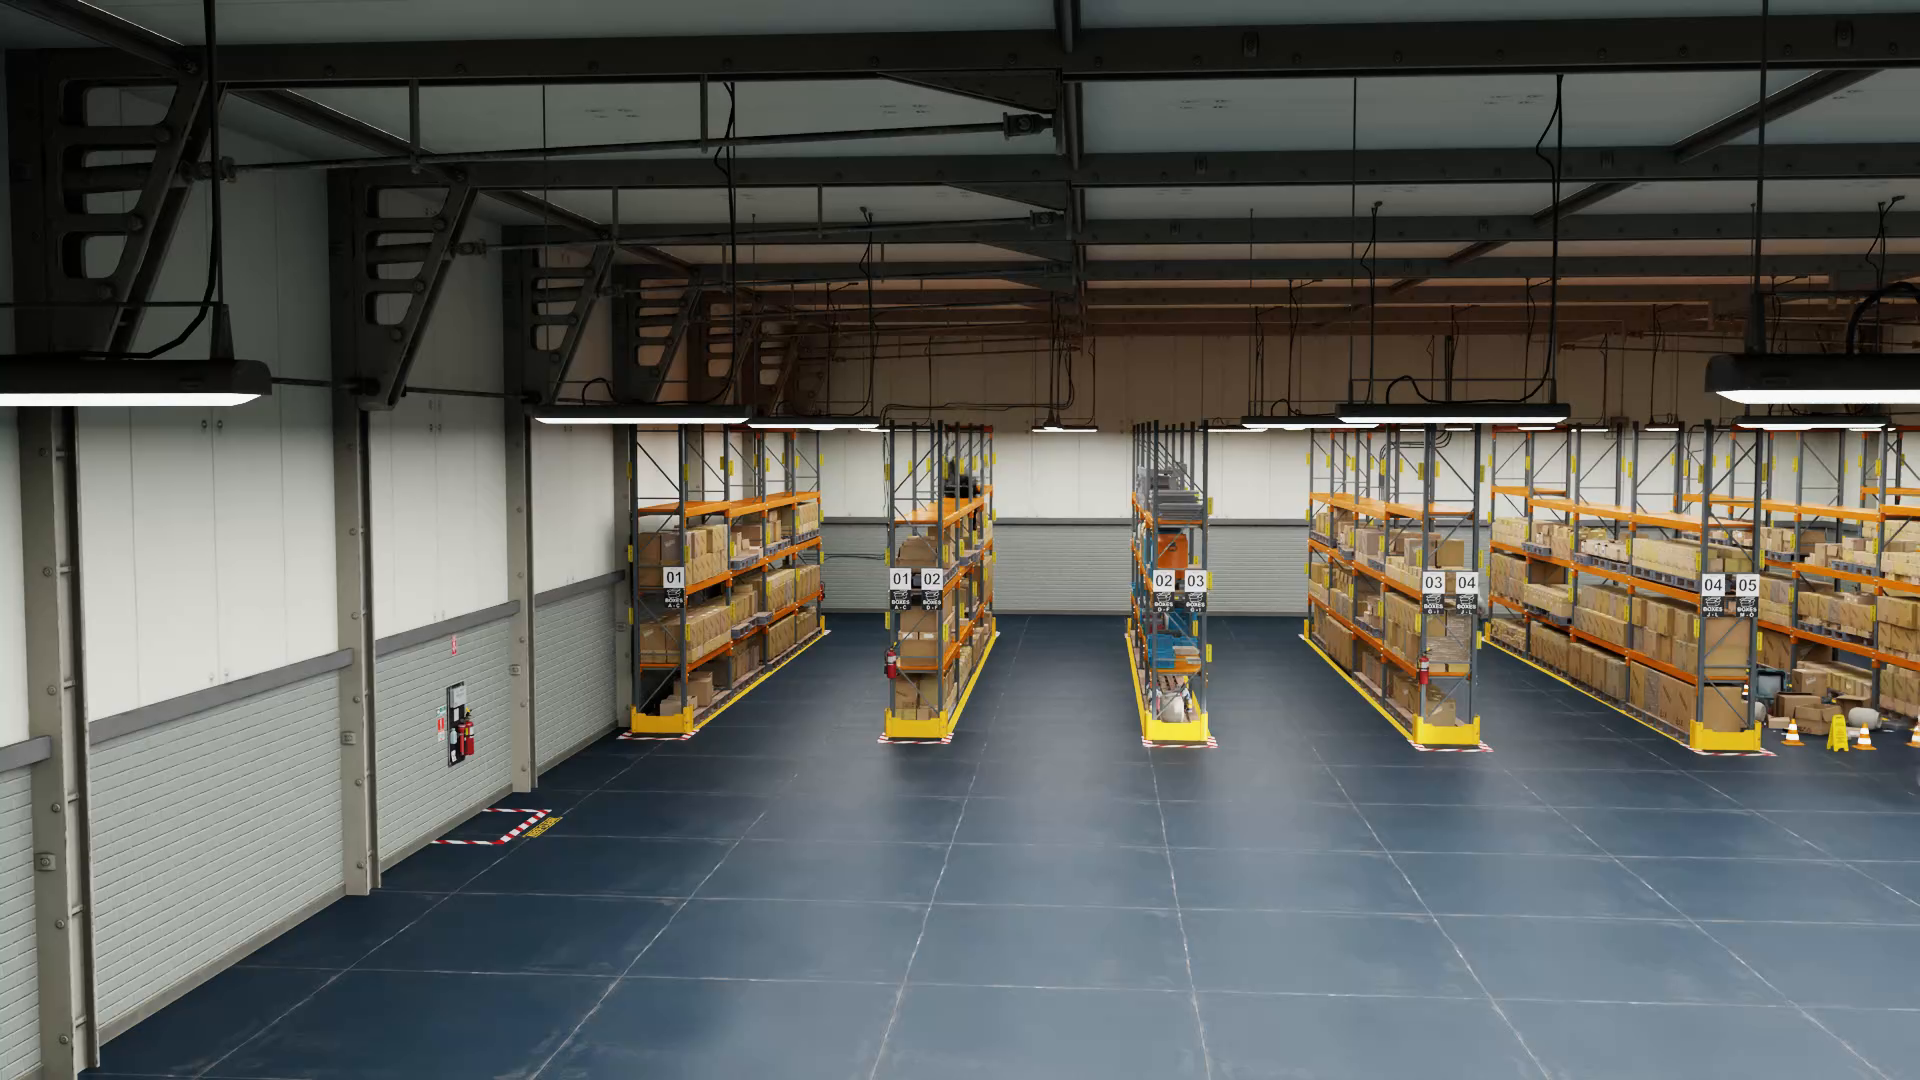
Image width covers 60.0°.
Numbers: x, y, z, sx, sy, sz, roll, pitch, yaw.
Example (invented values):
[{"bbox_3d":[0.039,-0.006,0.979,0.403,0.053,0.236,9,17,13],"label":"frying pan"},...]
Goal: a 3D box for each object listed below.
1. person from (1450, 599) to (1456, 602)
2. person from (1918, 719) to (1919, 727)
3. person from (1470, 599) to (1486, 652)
[{"bbox_3d":[13.919,1.941,47.232,0.574,1.581,0.780,-3,5,-39],"label":"person"},{"bbox_3d":[15.561,3.186,26.273,0.663,1.733,0.593,-3,5,-40],"label":"person"},{"bbox_3d":[13.222,2.151,42.885,0.647,1.737,0.892,1,4,12],"label":"person"}]
